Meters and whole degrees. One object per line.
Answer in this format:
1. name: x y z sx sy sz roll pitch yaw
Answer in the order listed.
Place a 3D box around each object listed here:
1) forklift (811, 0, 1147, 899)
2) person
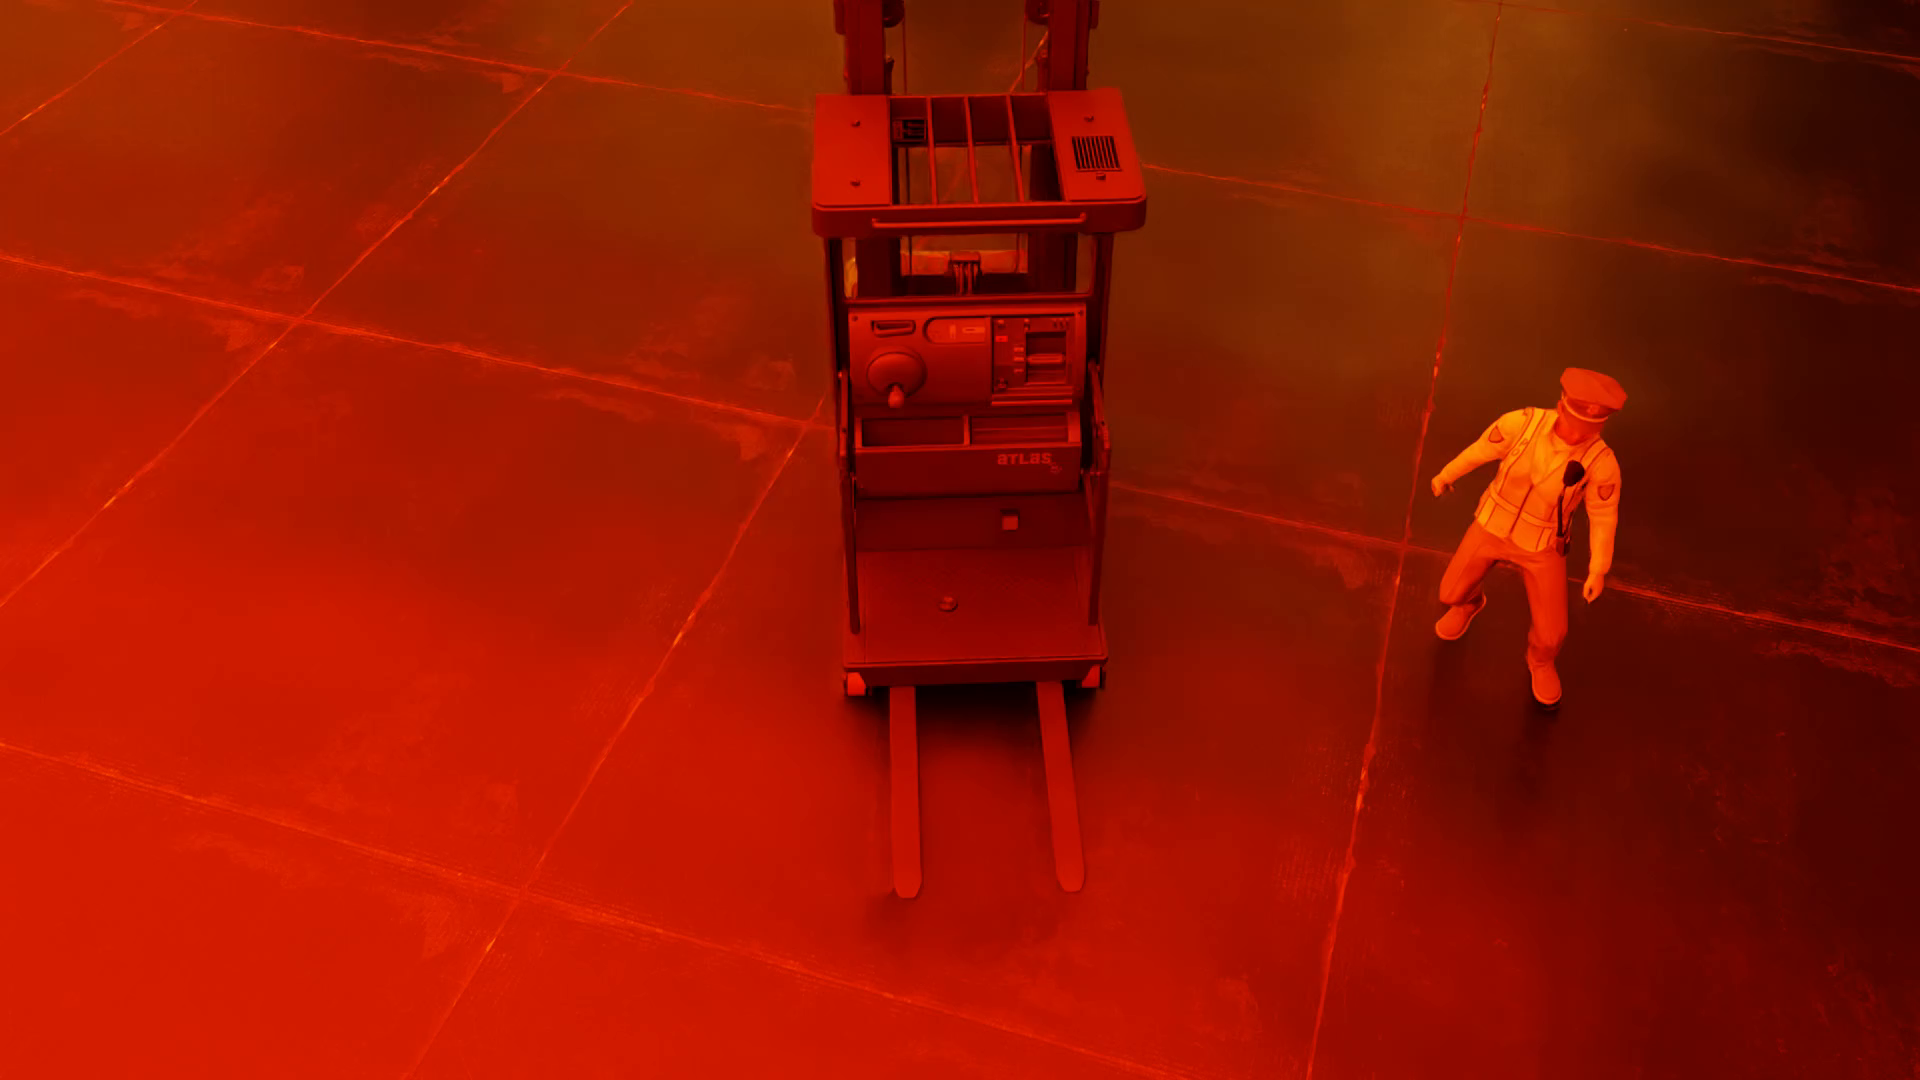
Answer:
1. forklift: 0.044 -0.635 6.372 1.130 2.935 3.031 -2 43 -2
2. person: 2.275 -0.090 6.734 0.796 1.580 0.449 29 50 27
